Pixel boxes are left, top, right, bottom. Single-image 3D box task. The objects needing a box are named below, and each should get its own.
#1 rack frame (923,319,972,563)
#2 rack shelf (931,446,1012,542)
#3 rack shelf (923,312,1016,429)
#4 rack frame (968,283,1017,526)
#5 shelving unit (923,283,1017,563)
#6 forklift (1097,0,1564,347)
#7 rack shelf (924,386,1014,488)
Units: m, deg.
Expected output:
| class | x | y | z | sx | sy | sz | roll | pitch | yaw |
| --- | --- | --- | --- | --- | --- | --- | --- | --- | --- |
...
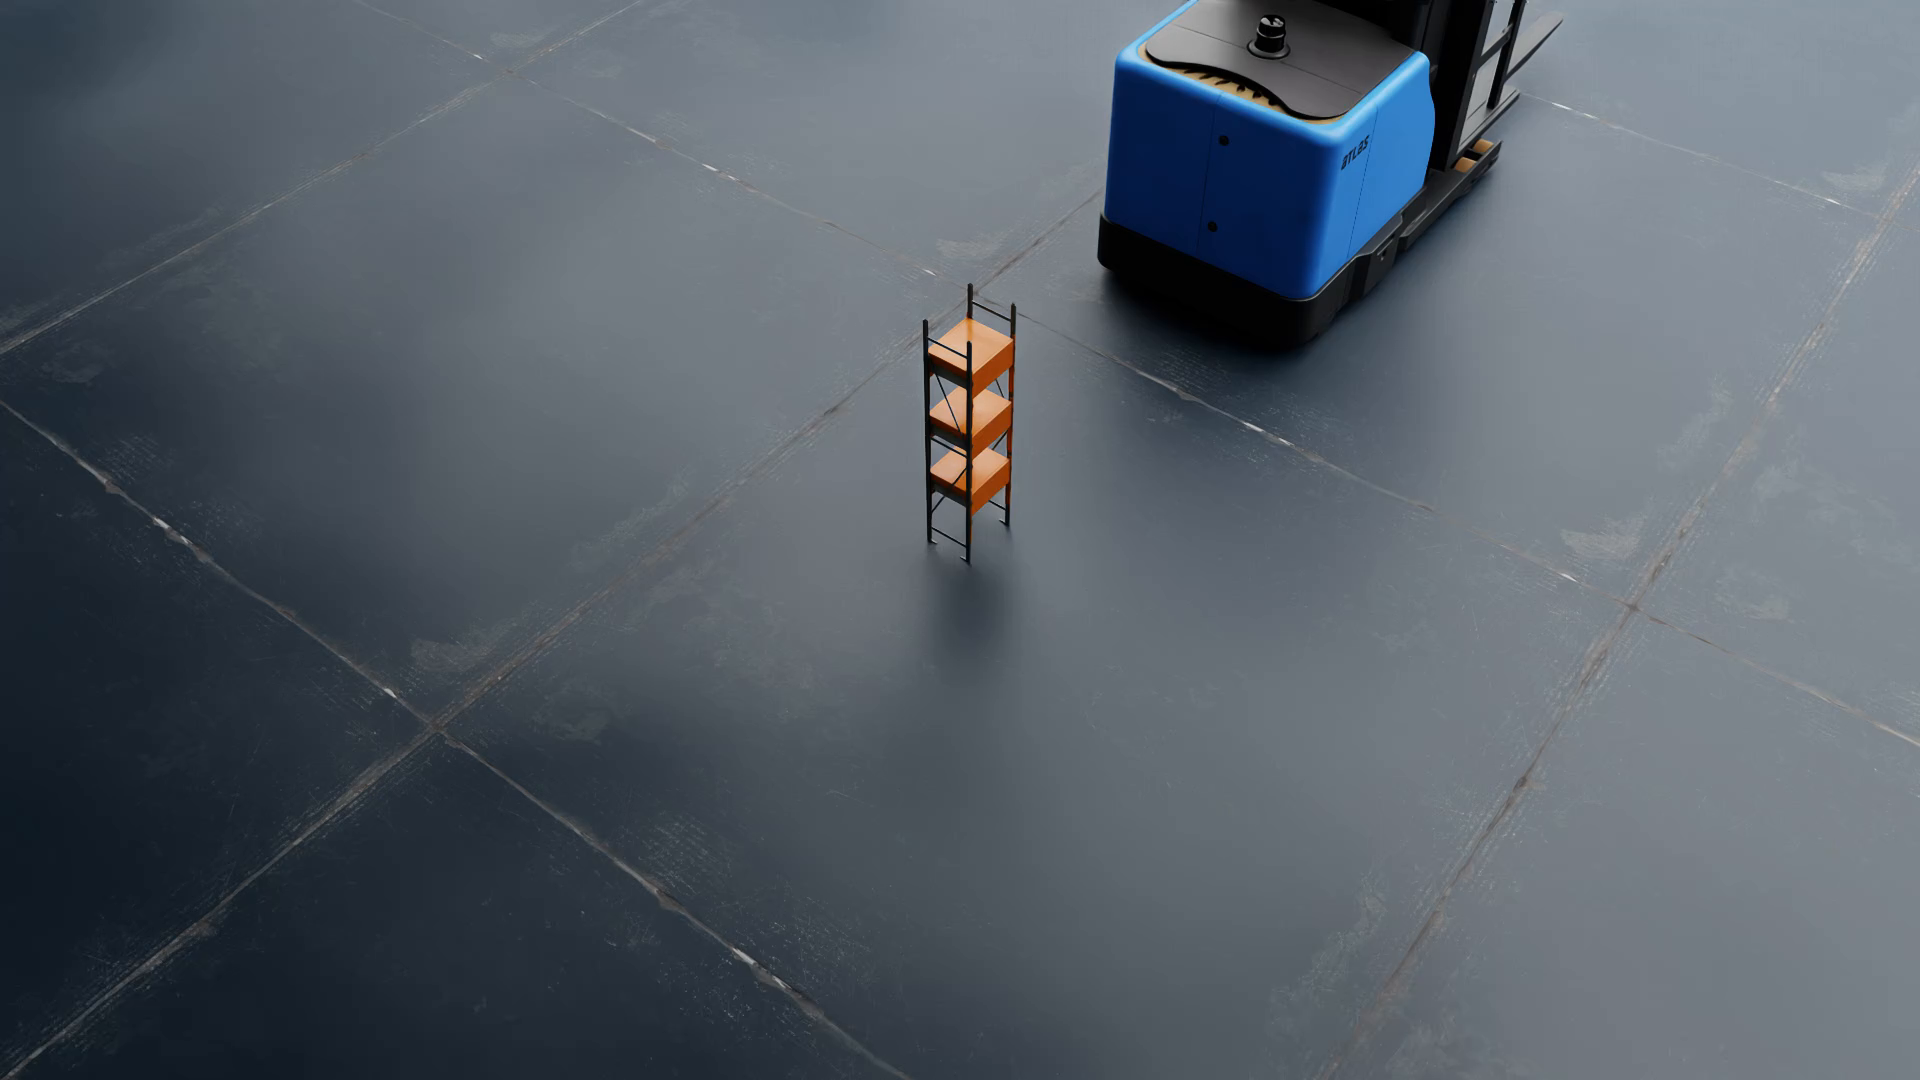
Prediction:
| class | x | y | z | sx | sy | sz | roll | pitch | yaw |
| --- | --- | --- | --- | --- | --- | --- | --- | --- | --- |
| rack frame | -0.042 | -0.323 | 5.833 | 0.200 | 1.050 | 0.008 | 29 | 53 | 25 |
| rack shelf | 0.033 | -0.194 | 6.108 | 0.215 | 0.259 | 0.240 | 29 | 53 | 25 |
| rack shelf | 0.033 | -0.582 | 5.702 | 0.215 | 0.259 | 0.240 | 29 | 53 | 25 |
| rack frame | 0.107 | -0.463 | 5.966 | 0.200 | 1.050 | 0.008 | 29 | 53 | 25 |
| shelving unit | 0.033 | -0.393 | 5.900 | 0.215 | 1.050 | 0.252 | 29 | 53 | 25 |
| forklift | 1.903 | -2.832 | 6.929 | 1.130 | 2.935 | 3.031 | 29 | 53 | 25 |
| rack shelf | 0.033 | -0.386 | 5.907 | 0.215 | 0.259 | 0.240 | 29 | 53 | 25 |
